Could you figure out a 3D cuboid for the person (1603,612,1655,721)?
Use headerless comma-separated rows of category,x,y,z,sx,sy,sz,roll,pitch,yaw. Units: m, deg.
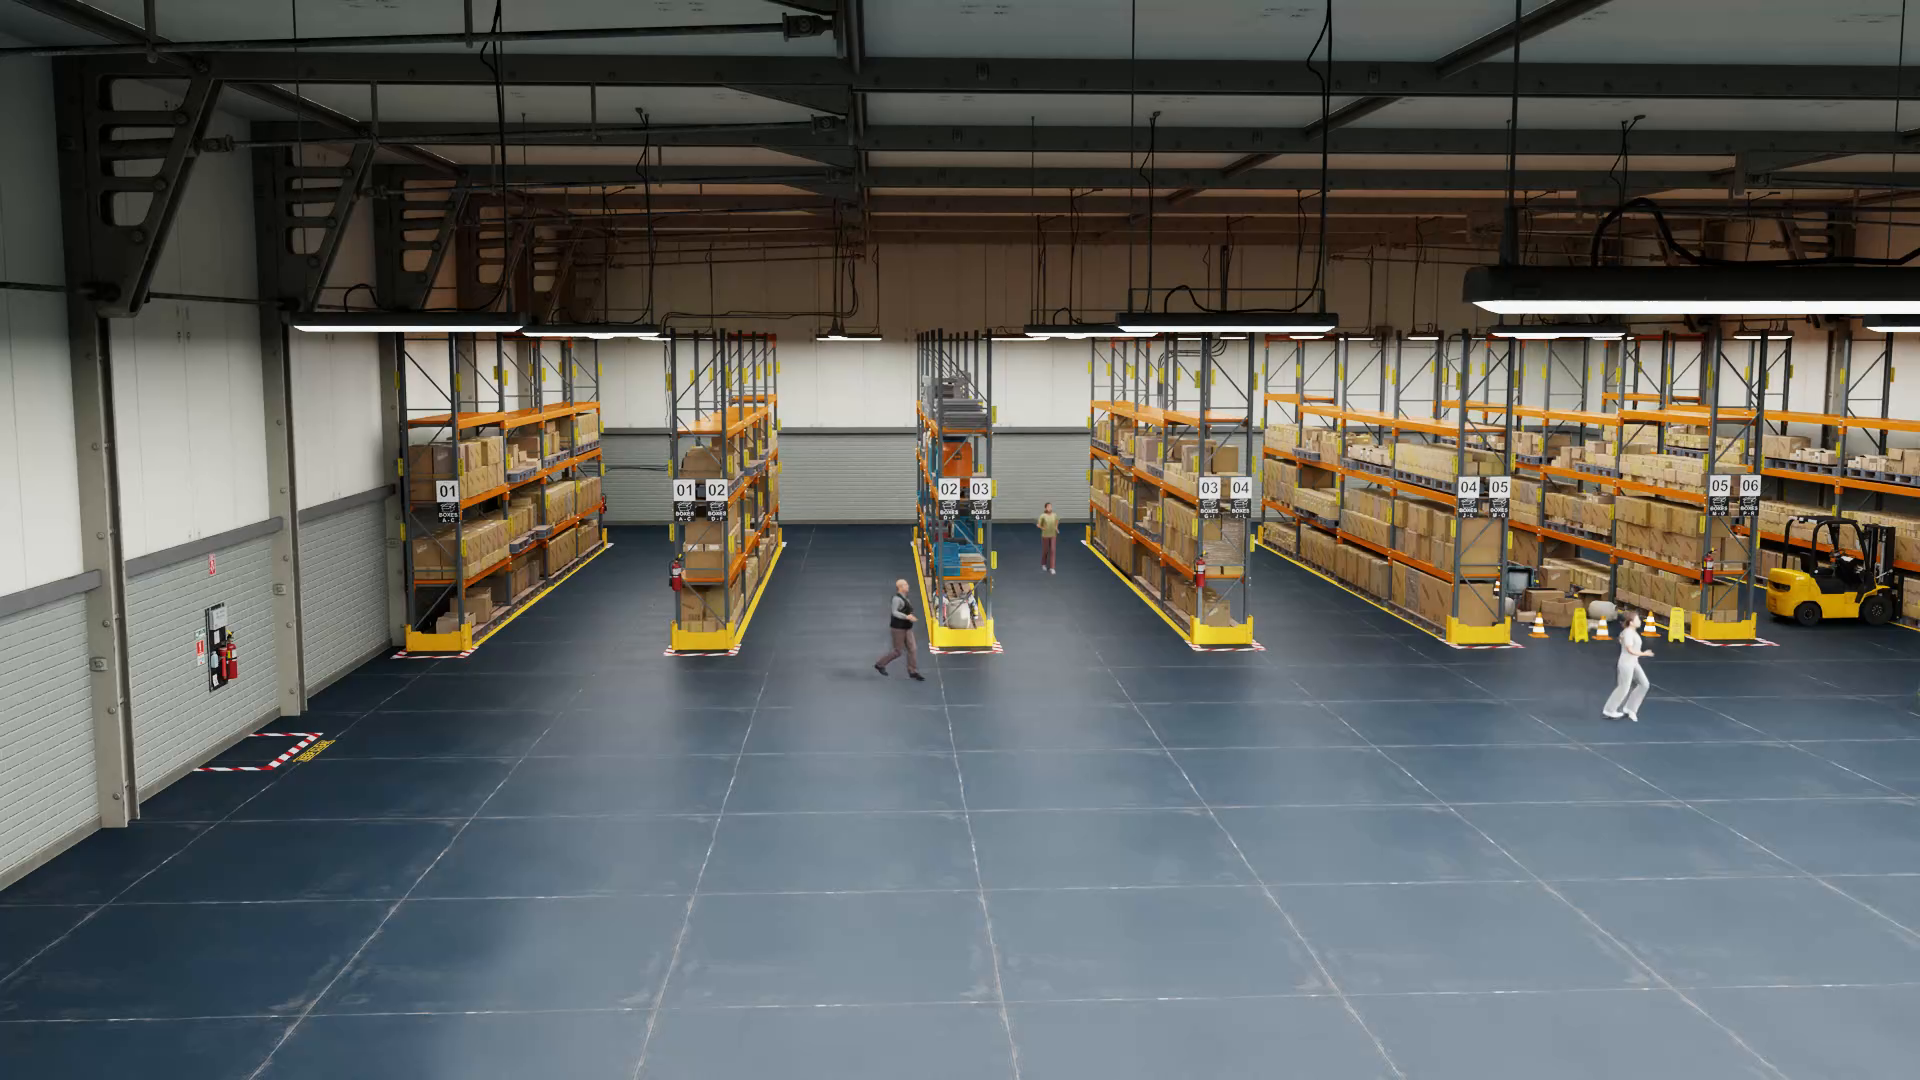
person,10.182,1.937,25.278,0.705,1.714,0.576,4,8,32

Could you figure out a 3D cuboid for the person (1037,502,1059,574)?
person,2.118,-0.062,39.564,0.578,1.664,0.858,-2,7,-14

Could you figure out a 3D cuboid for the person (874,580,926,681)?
person,-1.026,1.532,28.363,0.898,1.730,0.656,2,7,20
